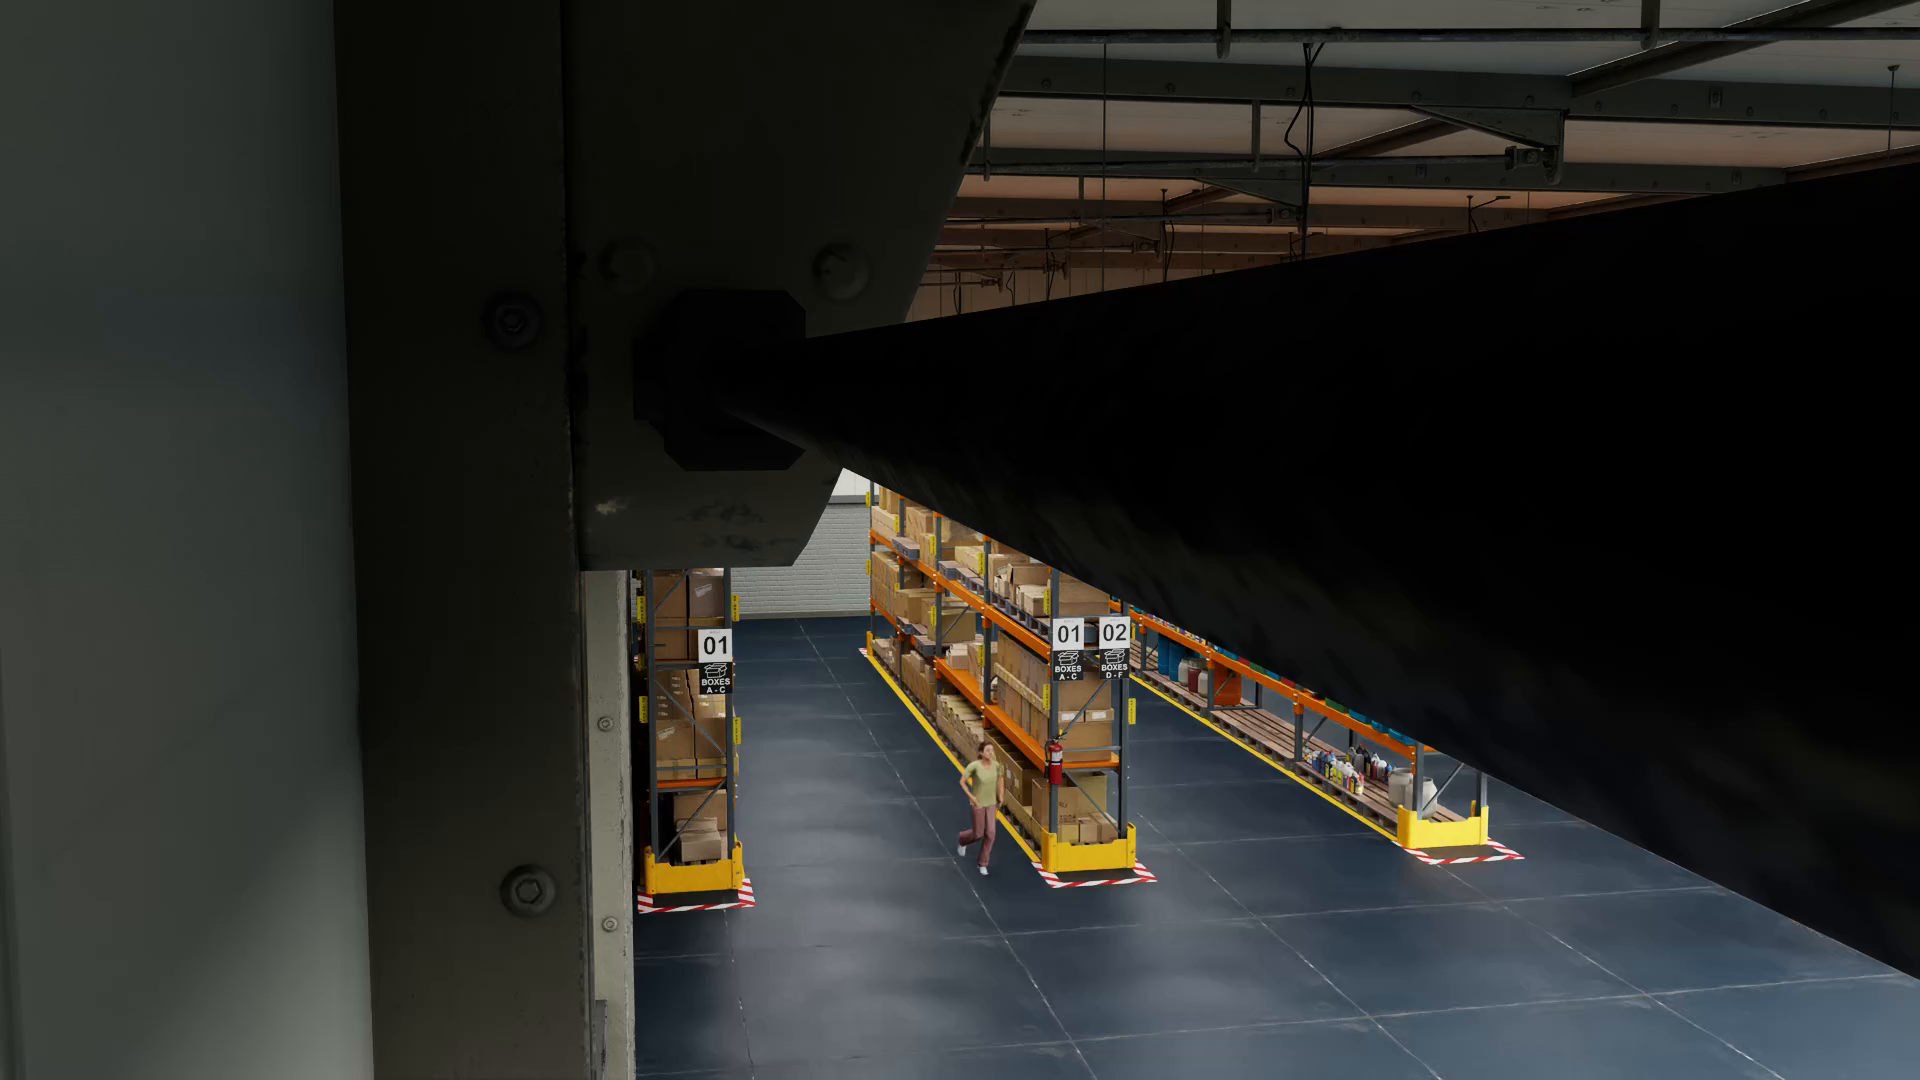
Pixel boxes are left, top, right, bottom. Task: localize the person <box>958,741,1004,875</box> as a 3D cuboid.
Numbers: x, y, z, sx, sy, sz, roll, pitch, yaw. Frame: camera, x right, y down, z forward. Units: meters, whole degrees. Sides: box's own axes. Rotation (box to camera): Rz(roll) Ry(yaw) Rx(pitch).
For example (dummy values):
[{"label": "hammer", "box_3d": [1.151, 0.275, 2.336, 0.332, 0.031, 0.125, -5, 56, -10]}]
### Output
[{"label": "person", "box_3d": [0.286, 3.348, 21.042, 0.614, 1.666, 0.668, -3, 7, -27]}]
